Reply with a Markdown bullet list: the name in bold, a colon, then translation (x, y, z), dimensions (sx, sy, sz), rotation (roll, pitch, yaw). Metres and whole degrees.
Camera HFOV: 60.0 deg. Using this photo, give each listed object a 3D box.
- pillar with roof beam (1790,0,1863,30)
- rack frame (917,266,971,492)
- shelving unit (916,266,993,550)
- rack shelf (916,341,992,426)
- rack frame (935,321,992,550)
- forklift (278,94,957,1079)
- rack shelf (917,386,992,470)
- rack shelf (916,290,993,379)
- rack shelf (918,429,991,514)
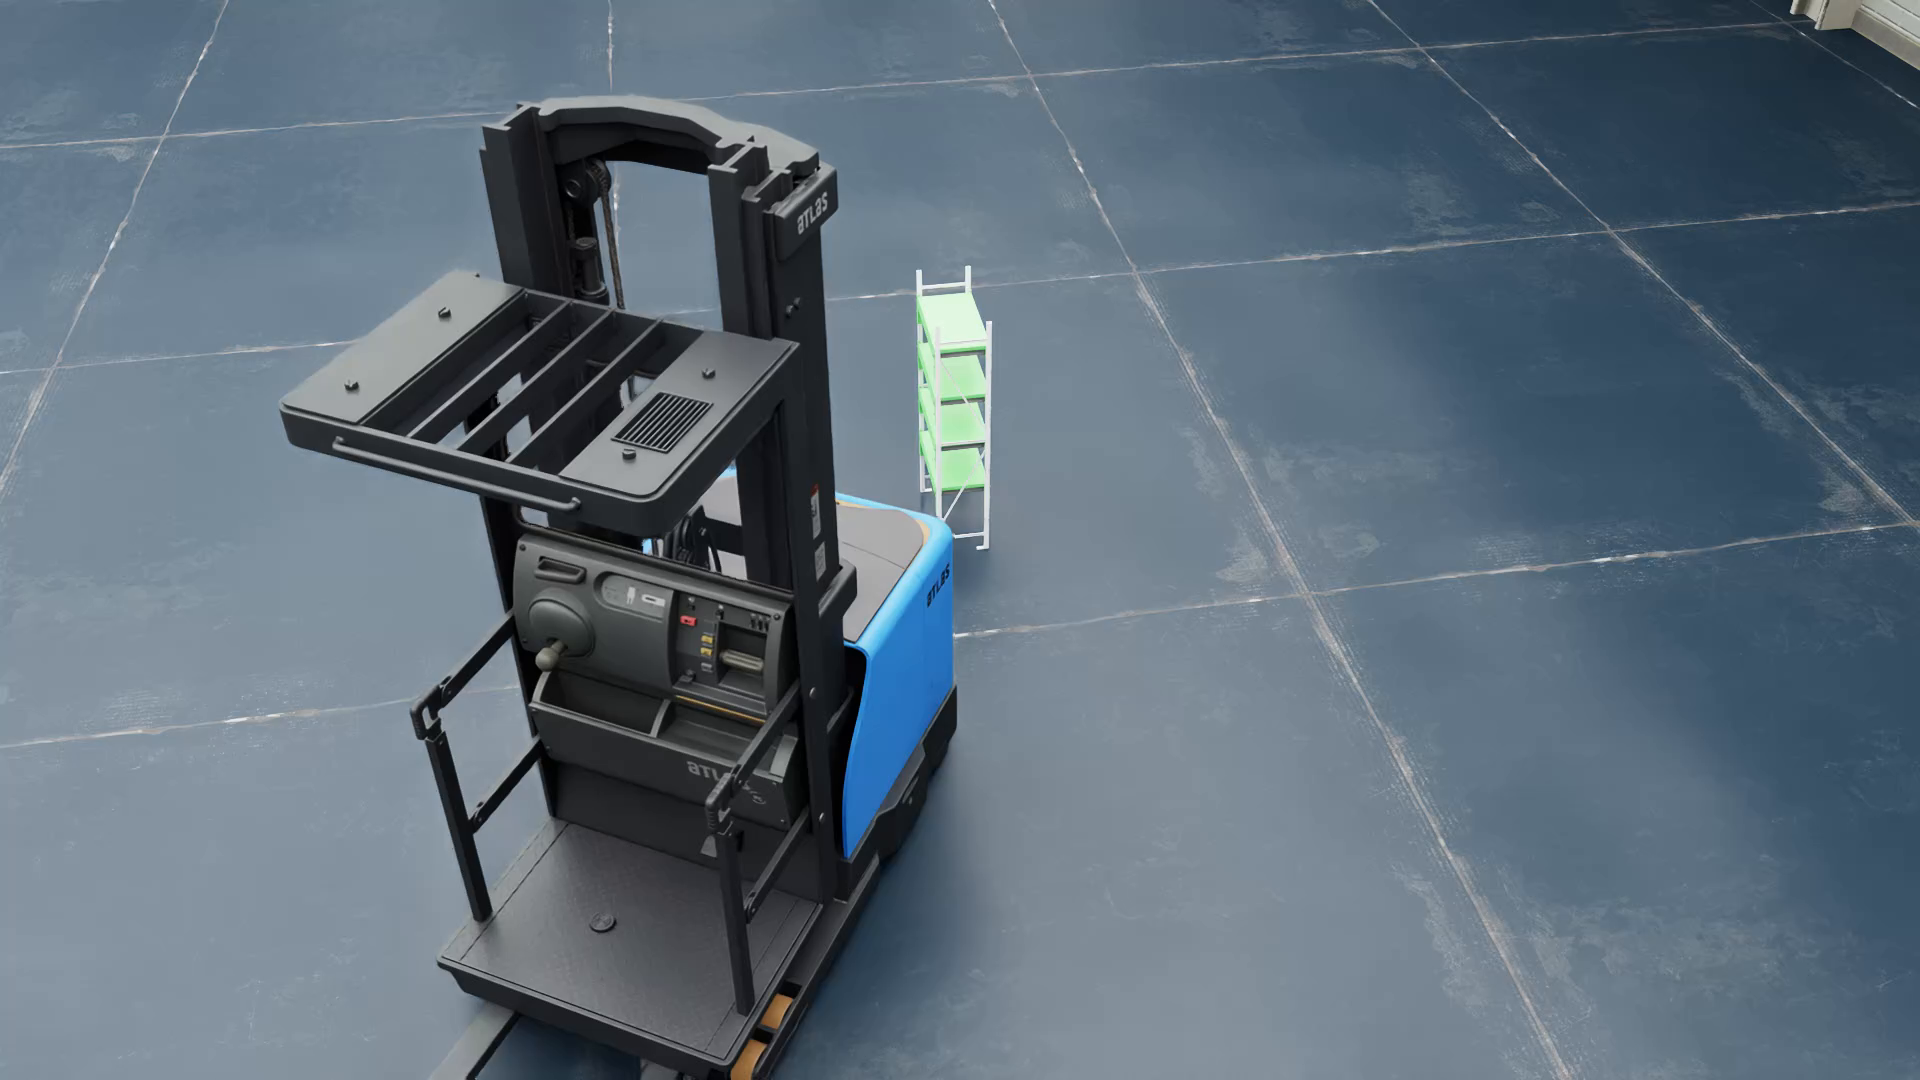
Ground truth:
- **pillar with roof beam**: translation (2.487, -7.152, 9.621), dimensions (9.100, 9.000, 0.400), rotation (-6, 38, -8)
- **rack frame**: translation (-0.072, -0.721, 7.700), dimensions (0.240, 1.200, 0.015), rotation (-6, 38, -8)
- **shelving unit**: translation (-0.029, -0.574, 7.511), dimensions (0.258, 1.200, 0.503), rotation (-6, 38, -8)
- **rack shelf**: translation (-0.029, -0.713, 7.403), dimensions (0.258, 0.148, 0.480), rotation (-6, 38, -8)
- **rack frame**: translation (0.014, -0.426, 7.321), dimensions (0.240, 1.200, 0.015), rotation (-6, 38, -8)
- **forklift**: translation (-1.034, 0.343, 4.919), dimensions (1.130, 2.935, 3.031), rotation (14, 40, 17)
- **rack shelf**: translation (-0.029, -0.523, 7.550), dimensions (0.258, 0.148, 0.480), rotation (-6, 38, -8)
- **rack shelf**: translation (-0.029, -0.902, 7.255), dimensions (0.258, 0.148, 0.480), rotation (-6, 38, -8)
- **rack shelf**: translation (-0.029, -0.334, 7.697), dimensions (0.258, 0.148, 0.480), rotation (-6, 38, -8)
